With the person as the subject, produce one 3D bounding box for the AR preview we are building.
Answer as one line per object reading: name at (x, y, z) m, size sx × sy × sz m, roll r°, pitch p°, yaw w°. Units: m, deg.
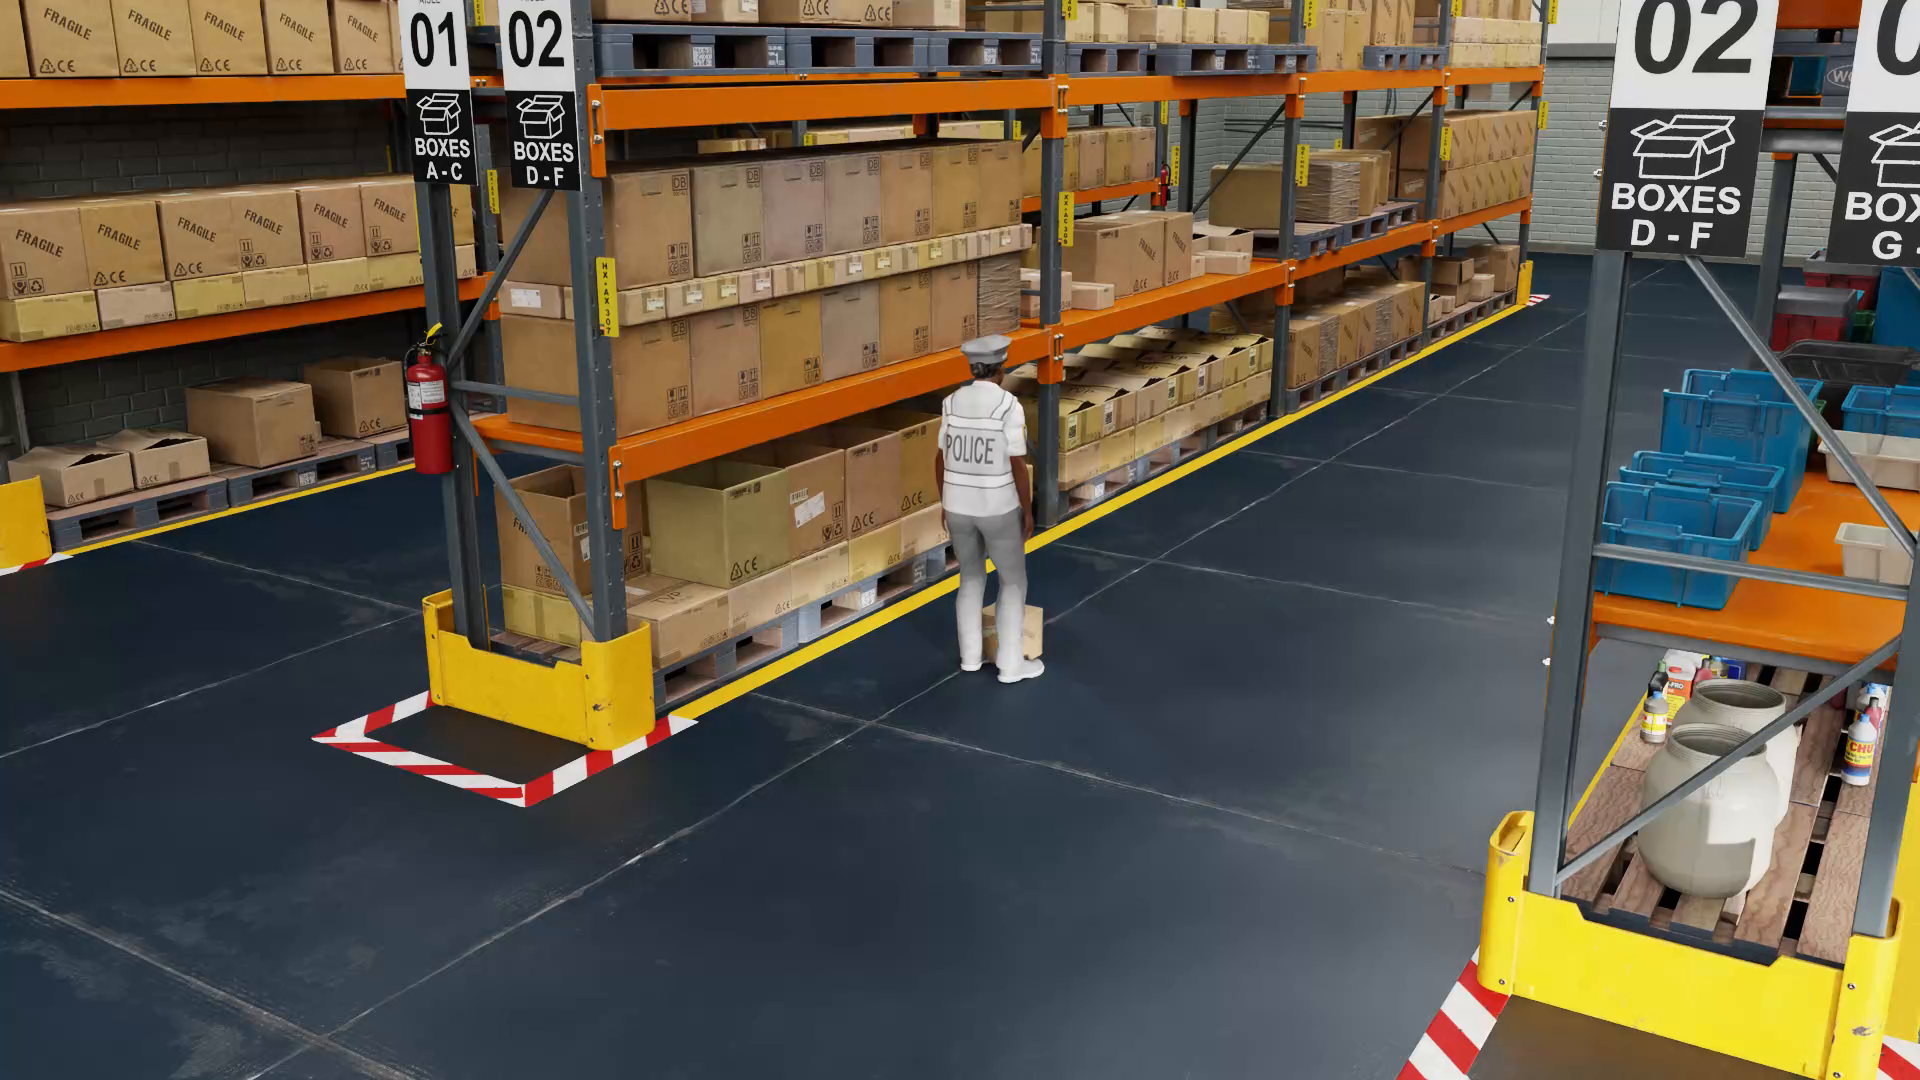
person at (0.139, -0.146, 8.037) m, size 0.525 × 1.658 × 0.427 m, roll 8°, pitch 18°, yaw 26°
